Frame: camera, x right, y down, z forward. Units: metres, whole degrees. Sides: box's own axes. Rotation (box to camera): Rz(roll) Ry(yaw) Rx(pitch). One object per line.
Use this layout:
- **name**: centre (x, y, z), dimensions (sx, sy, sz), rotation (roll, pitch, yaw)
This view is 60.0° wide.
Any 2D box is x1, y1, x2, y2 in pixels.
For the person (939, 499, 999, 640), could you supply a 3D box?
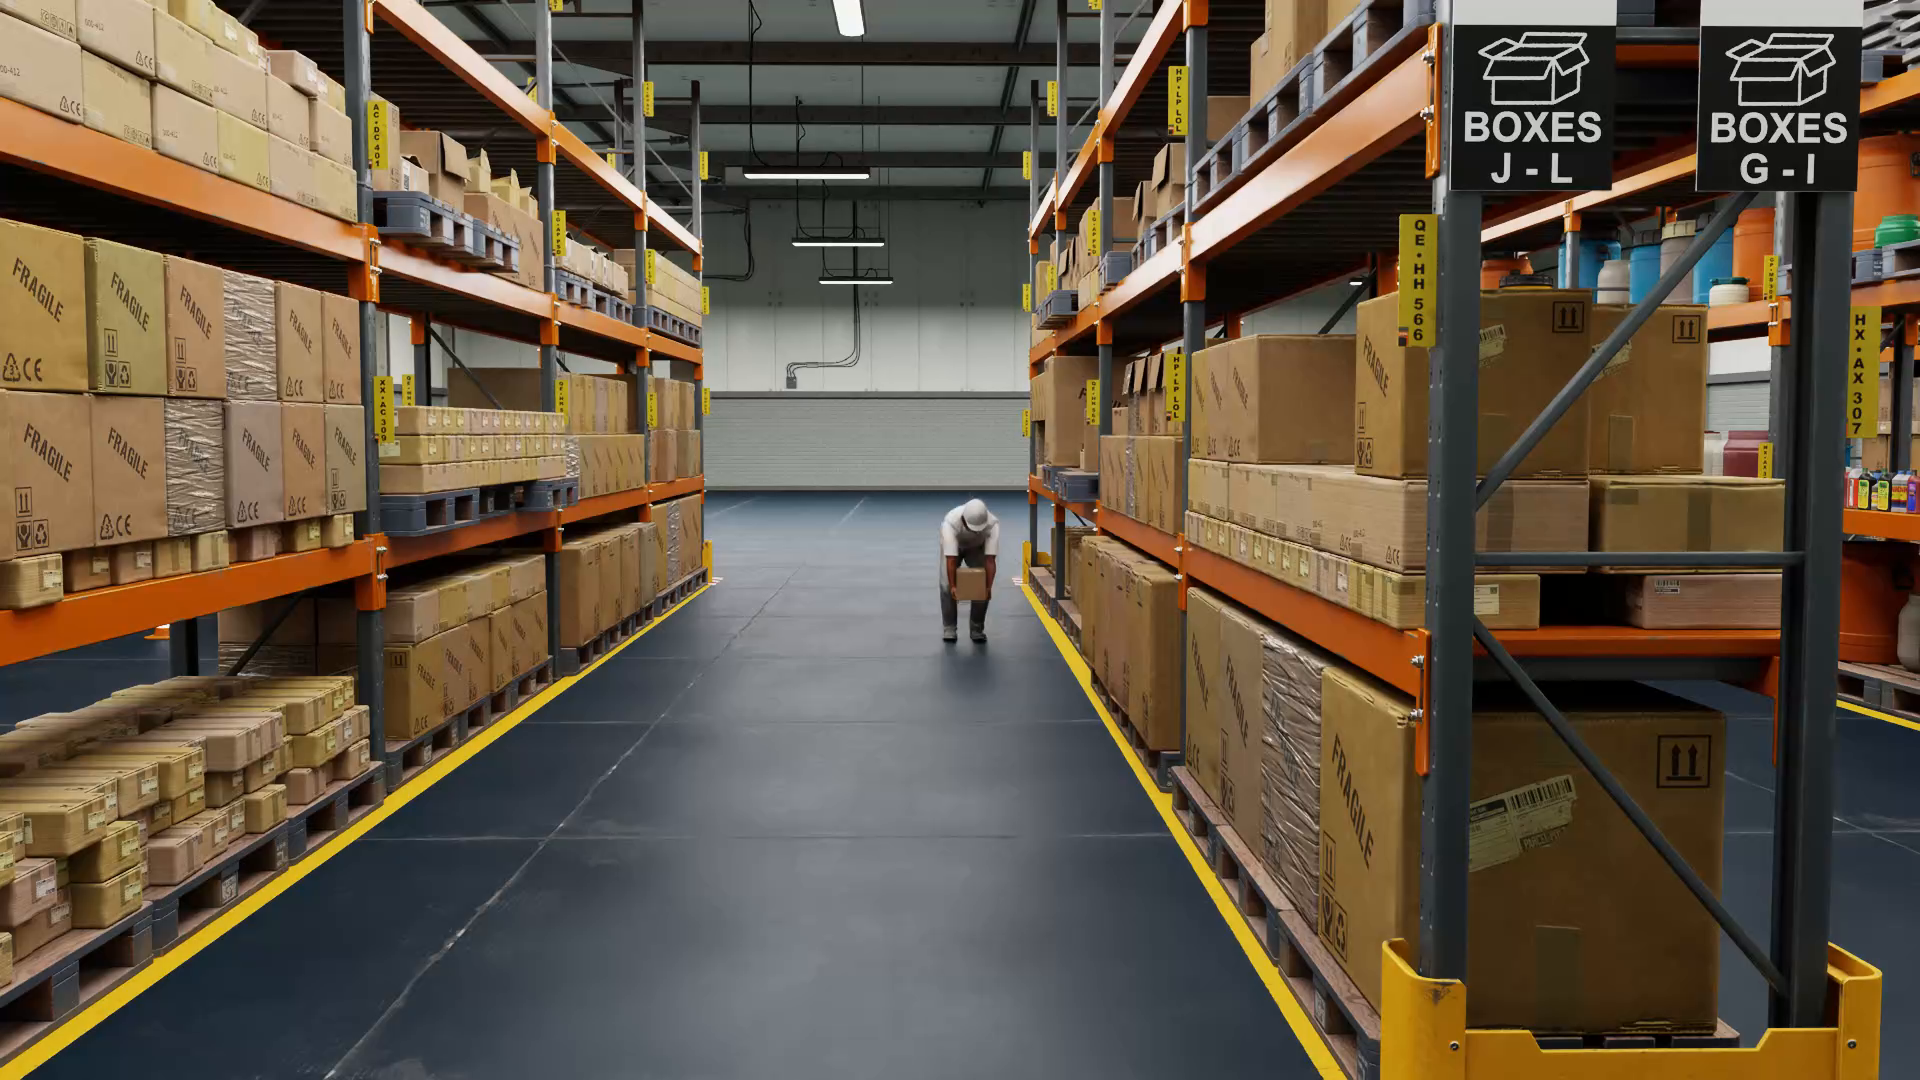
- **person**: centre (0.084, 0.258, 14.476), dimensions (0.497, 1.258, 0.939), rotation (0, 4, -8)
